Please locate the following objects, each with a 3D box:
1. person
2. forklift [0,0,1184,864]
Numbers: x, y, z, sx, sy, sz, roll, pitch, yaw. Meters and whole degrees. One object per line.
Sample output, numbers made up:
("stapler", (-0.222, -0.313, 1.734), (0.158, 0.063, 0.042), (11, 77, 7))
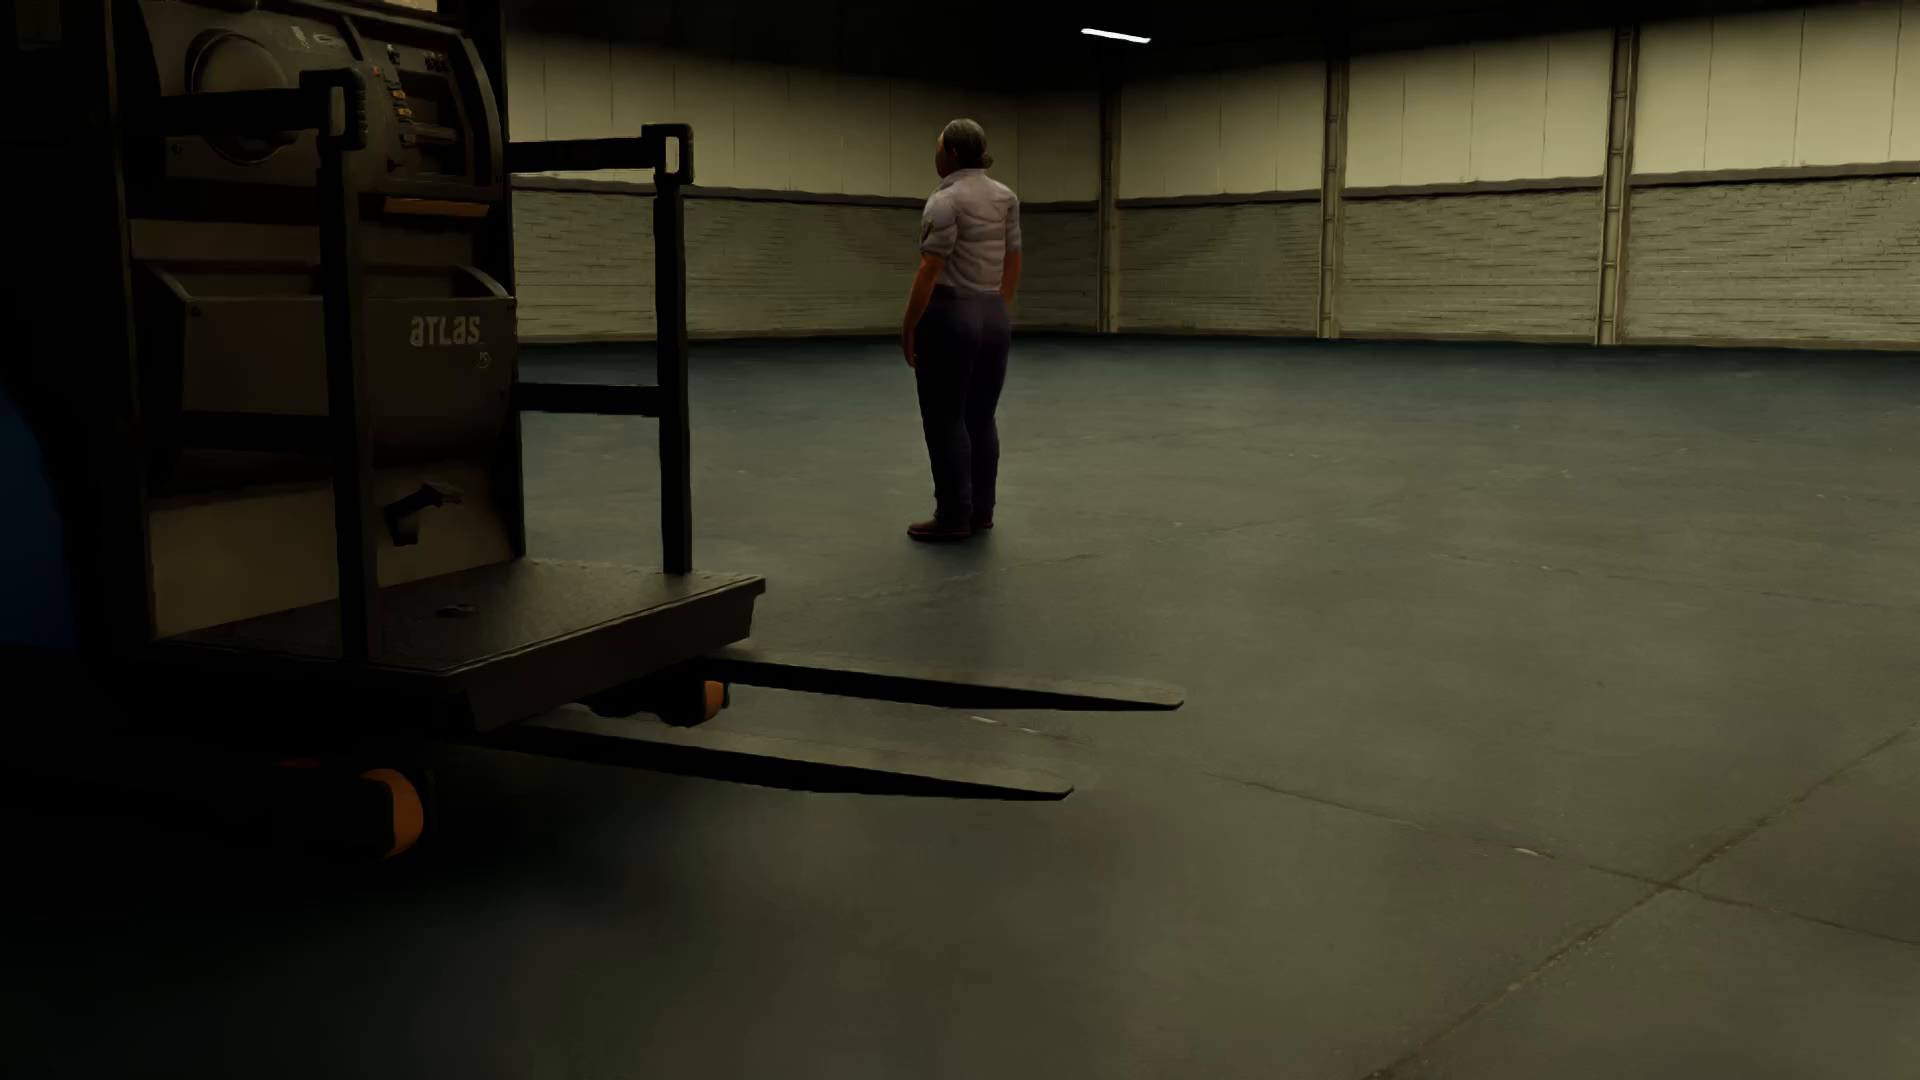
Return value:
("person", (-0.049, -0.830, 6.672), (0.502, 1.642, 0.599), (8, 12, 43))
("forklift", (-1.089, -0.969, 3.305), (3.031, 2.935, 1.130), (4, 9, 24))
